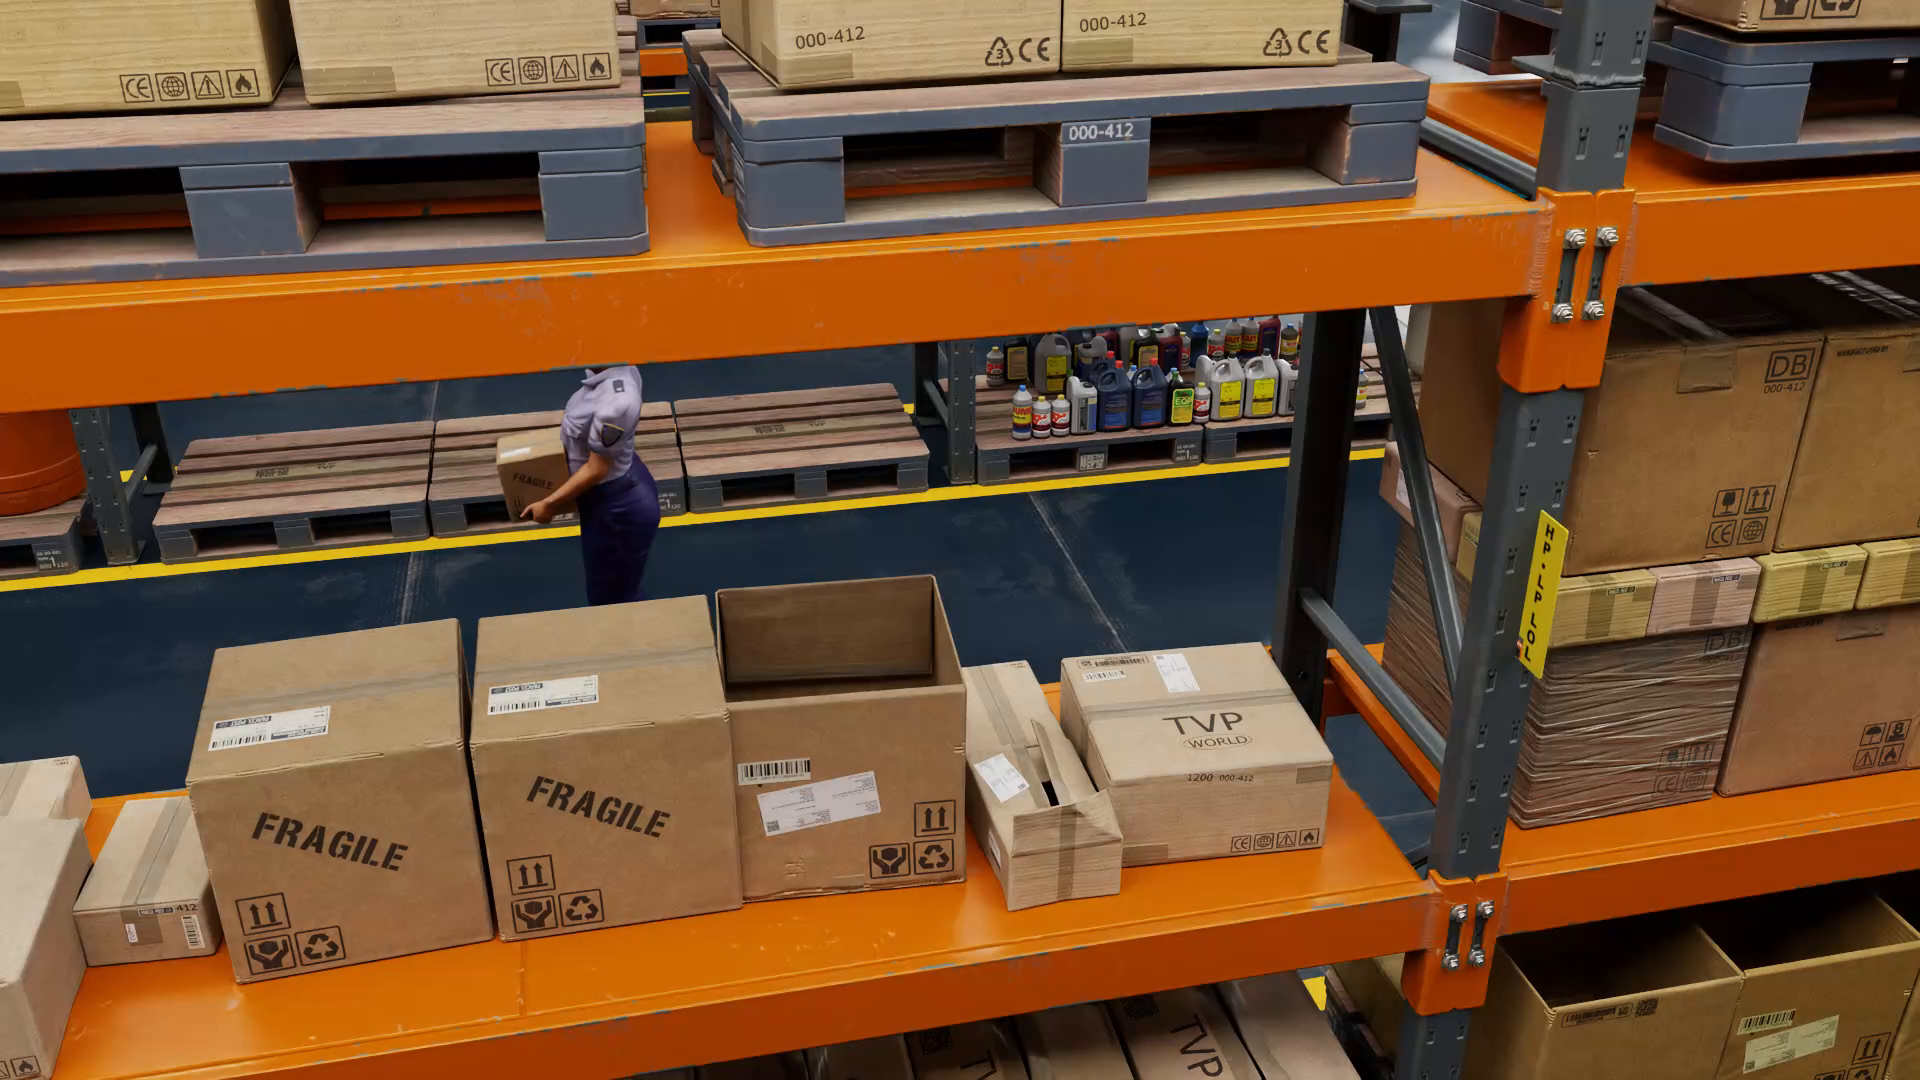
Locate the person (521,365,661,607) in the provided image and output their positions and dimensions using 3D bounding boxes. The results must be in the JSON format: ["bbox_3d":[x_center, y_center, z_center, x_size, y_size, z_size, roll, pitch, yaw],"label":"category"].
[{"bbox_3d":[-1.403,-0.102,6.348,0.517,1.634,0.452,-6,27,-11],"label":"person"}]
